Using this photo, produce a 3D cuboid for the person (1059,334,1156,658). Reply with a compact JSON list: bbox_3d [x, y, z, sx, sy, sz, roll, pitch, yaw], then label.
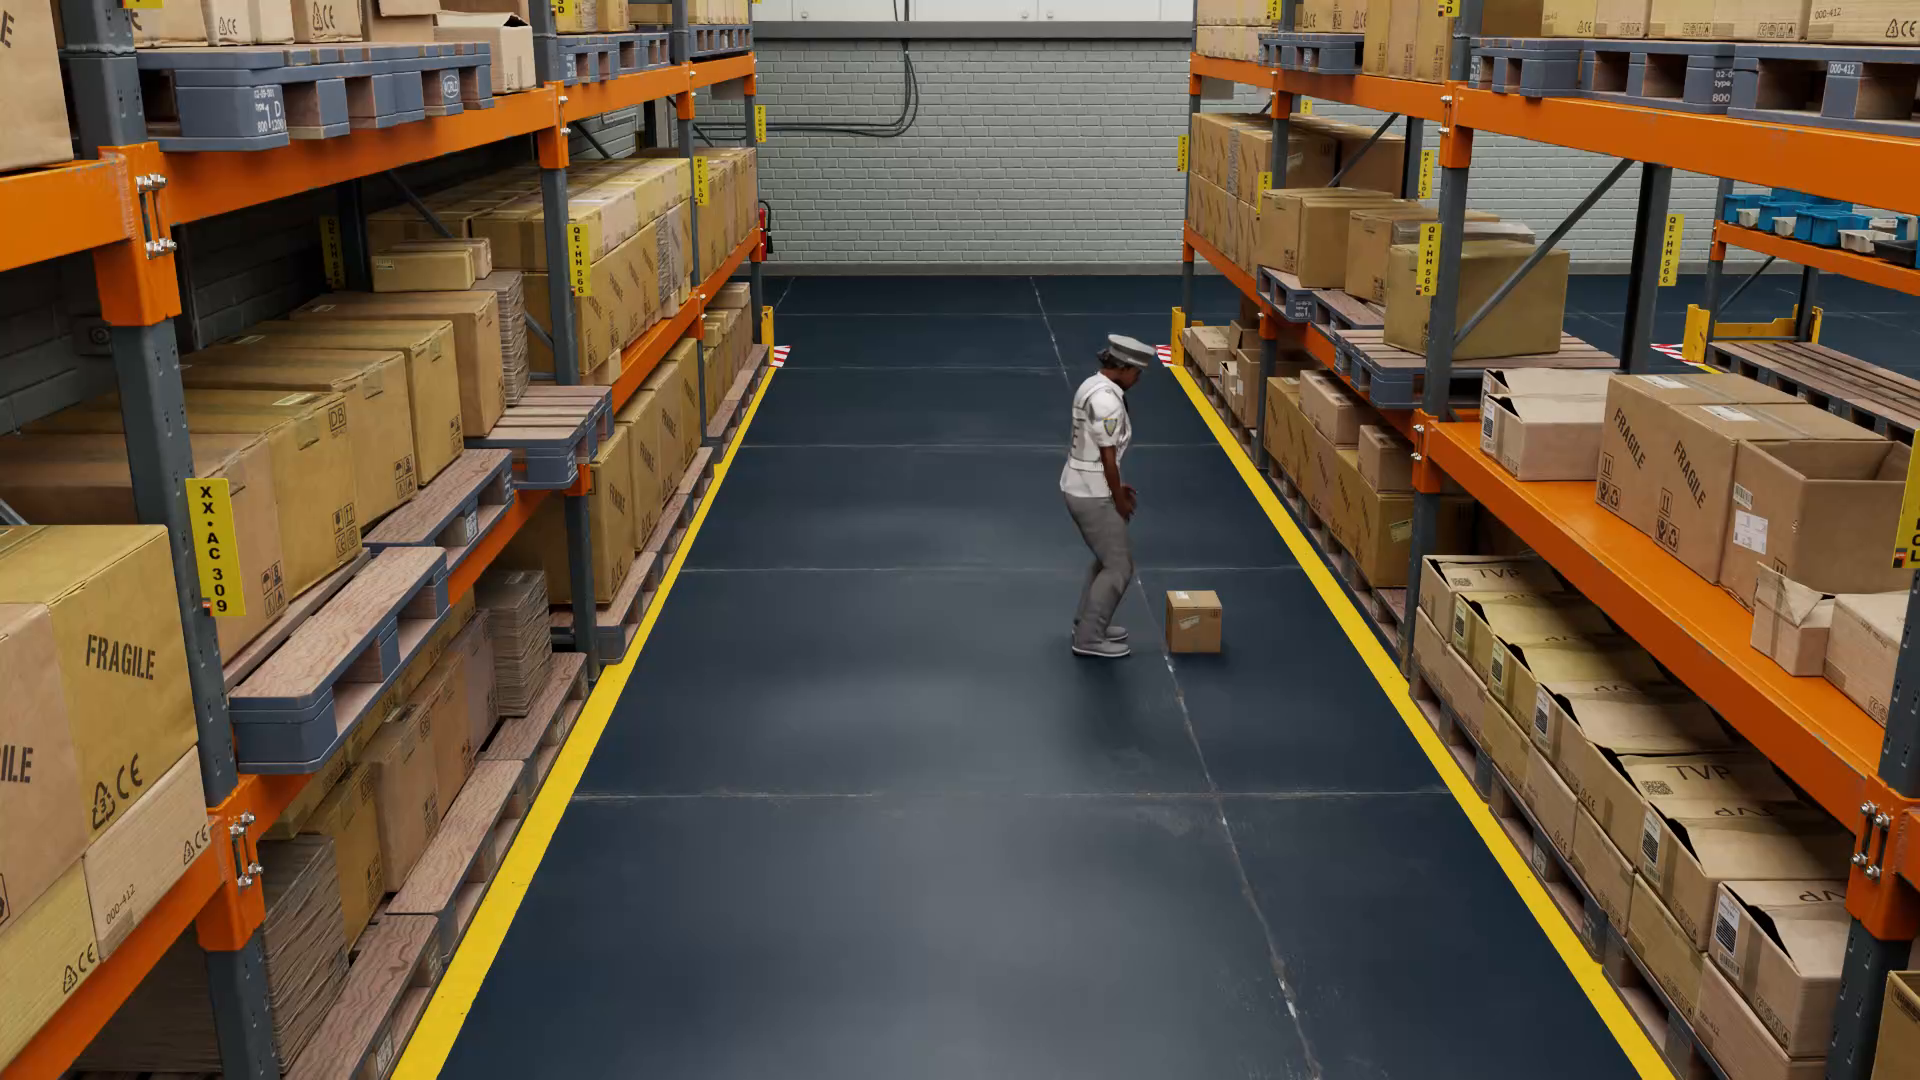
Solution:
[{"bbox_3d":[0.732,-0.227,8.383,0.460,1.615,0.461,0,17,1],"label":"person"}]
